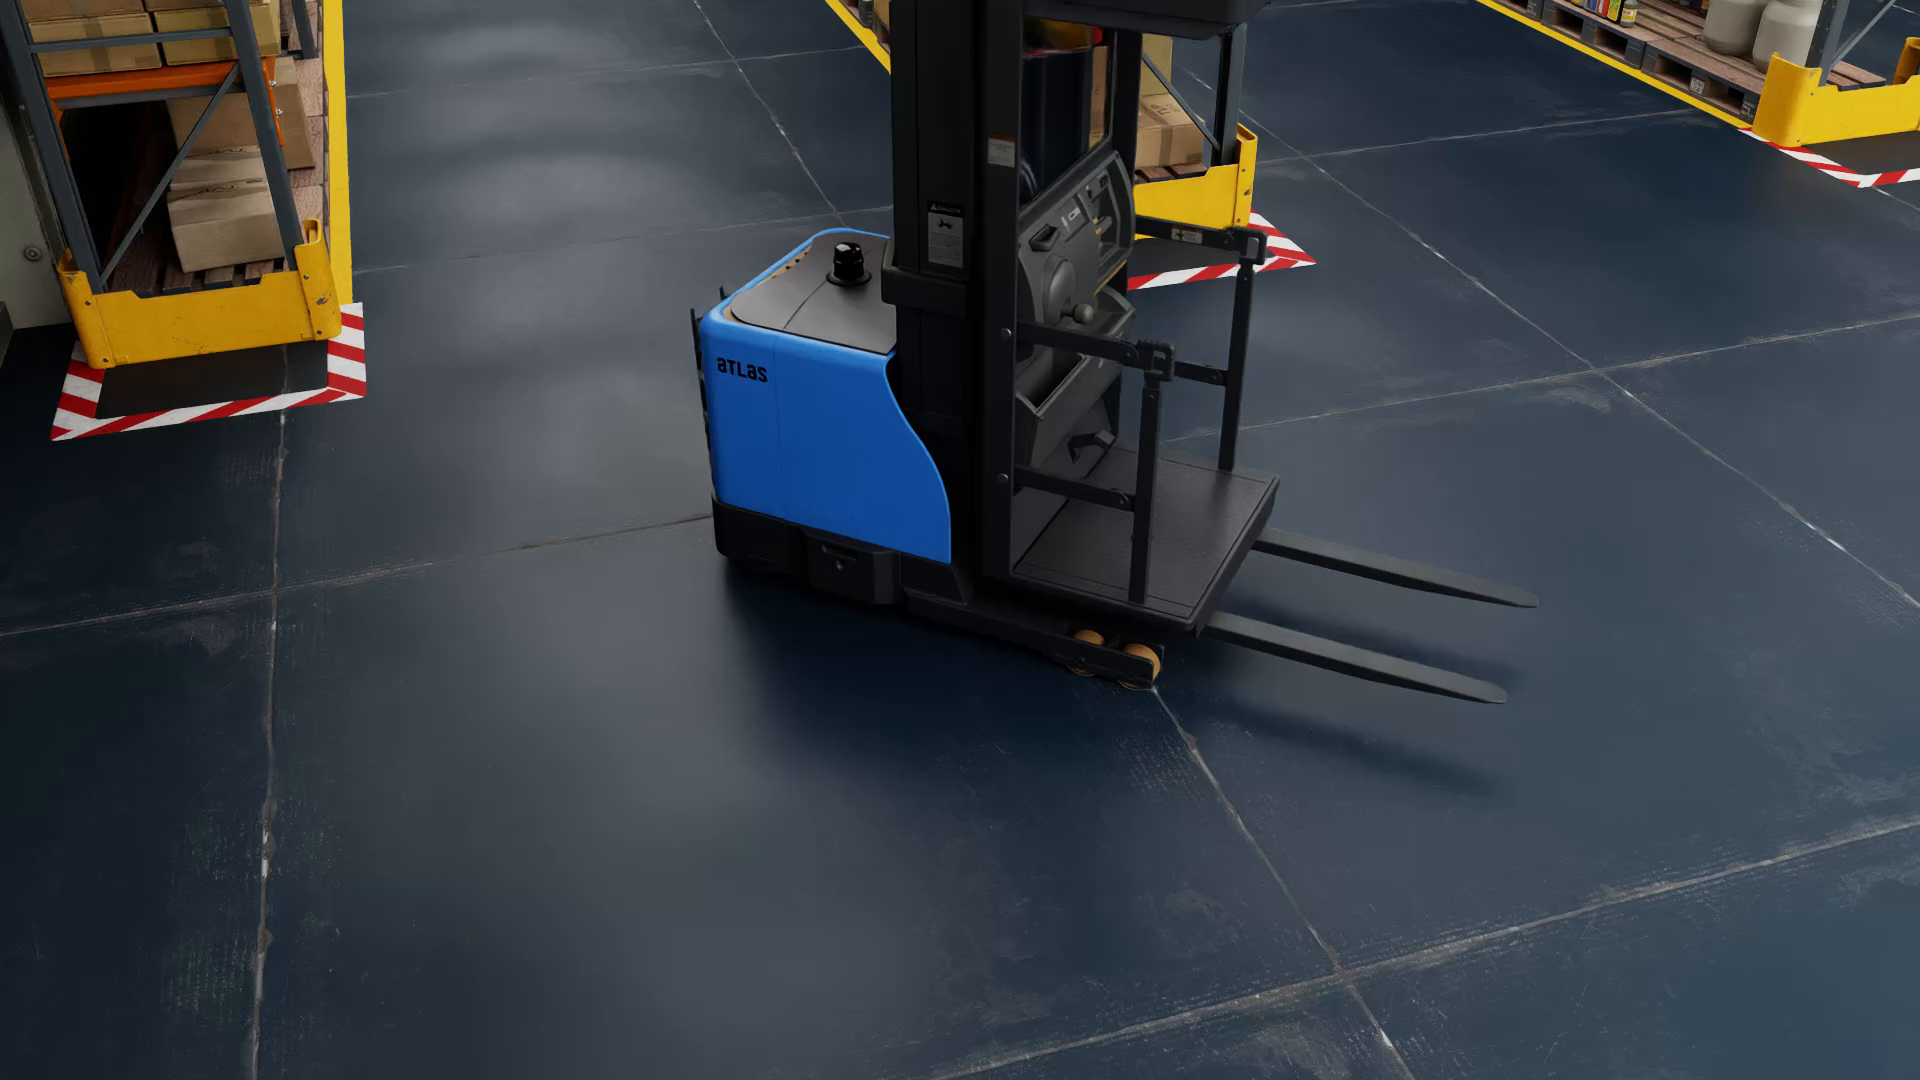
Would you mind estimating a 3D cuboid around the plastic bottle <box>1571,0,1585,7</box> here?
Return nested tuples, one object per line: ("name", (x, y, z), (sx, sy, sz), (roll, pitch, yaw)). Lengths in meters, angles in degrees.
("plastic bottle", (4.645, -4.144, 12.305), (0.144, 0.351, 0.185), (-9, 34, -13))

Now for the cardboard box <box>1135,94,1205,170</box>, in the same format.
("cardboard box", (1.100, -2.395, 9.767), (0.500, 0.250, 0.500), (-10, 35, -15))

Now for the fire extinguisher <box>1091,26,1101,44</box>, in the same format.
("fire extinguisher", (0.645, -2.876, 8.452), (0.296, 0.674, 0.183), (-10, 35, -15))

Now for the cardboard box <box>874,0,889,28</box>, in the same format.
("cardboard box", (-0.316, -3.882, 12.017), (0.500, 0.250, 0.500), (-10, 35, -15))

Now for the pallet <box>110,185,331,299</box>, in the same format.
("pallet", (-3.902, -1.522, 8.862), (1.003, 0.211, 1.213), (-10, 35, -15))

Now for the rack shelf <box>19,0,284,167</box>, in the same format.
("rack shelf", (-4.275, -2.963, 9.166), (1.077, 0.370, 4.000), (-10, 35, -15))

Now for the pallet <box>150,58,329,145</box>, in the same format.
("pallet", (-4.647, -2.803, 10.801), (1.003, 0.211, 1.213), (-10, 35, -15))

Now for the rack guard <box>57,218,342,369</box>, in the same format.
("rack guard", (-3.688, -1.210, 8.128), (1.175, 0.500, 0.348), (-10, 35, -15))

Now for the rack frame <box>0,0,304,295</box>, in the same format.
("rack frame", (-3.665, -2.213, 7.379), (1.000, 3.000, 0.127), (-10, 35, -15))

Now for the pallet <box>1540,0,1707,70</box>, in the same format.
("pallet", (5.091, -3.815, 12.332), (1.003, 0.211, 1.213), (-10, 35, -15))

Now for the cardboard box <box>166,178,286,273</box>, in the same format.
("cardboard box", (-3.790, -1.654, 8.571), (0.500, 0.311, 0.500), (-14, 36, -20))

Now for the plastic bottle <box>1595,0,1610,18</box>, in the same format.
("plastic bottle", (4.741, -3.954, 12.085), (0.152, 0.276, 0.135), (-10, 35, -14))

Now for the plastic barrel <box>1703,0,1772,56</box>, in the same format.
("plastic barrel", (5.343, -3.613, 11.372), (0.421, 0.512, 0.421), (0, 33, 0))

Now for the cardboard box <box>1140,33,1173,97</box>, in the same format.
("cardboard box", (0.945, -2.970, 9.957), (0.500, 0.500, 0.500), (-10, 35, -15))

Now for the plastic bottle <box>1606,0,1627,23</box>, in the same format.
("plastic bottle", (4.739, -3.879, 11.964), (0.061, 0.283, 0.133), (-9, 35, -14))

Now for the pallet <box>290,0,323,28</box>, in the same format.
("pallet", (-5.500, -4.200, 12.915), (1.003, 0.211, 1.213), (-10, 35, -15))

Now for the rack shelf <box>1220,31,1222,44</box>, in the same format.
("rack shelf", (0.441, -3.798, 10.430), (1.077, 0.370, 4.000), (-10, 35, -15))

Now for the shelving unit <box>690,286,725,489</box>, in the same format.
("shelving unit", (-0.894, -0.560, 6.774), (0.210, 0.900, 0.258), (12, 35, 21))

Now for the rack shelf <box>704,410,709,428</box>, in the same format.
("rack shelf", (-0.893, -0.532, 6.792), (0.200, 0.077, 0.258), (12, 35, 21))

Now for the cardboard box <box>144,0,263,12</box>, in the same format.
("cardboard box", (-3.525, -2.773, 7.664), (0.500, 0.500, 0.500), (-10, 35, -15))

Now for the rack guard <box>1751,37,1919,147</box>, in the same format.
("rack guard", (5.702, -2.869, 10.638), (1.175, 0.500, 0.348), (-10, 35, -15))

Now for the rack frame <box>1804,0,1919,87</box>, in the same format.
("rack frame", (5.770, -3.879, 9.900), (1.000, 3.000, 0.127), (-10, 35, -15))

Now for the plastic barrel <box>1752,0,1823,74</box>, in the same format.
("plastic barrel", (5.496, -3.349, 10.974), (0.421, 0.512, 0.421), (0, 33, 0))

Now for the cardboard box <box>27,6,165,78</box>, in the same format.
("cardboard box", (-3.992, -2.372, 7.737), (0.500, 0.250, 0.500), (-10, 35, -14))

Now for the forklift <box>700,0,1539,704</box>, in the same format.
("forklift", (0.591, -1.020, 5.636), (3.031, 2.935, 1.130), (15, 36, 21))

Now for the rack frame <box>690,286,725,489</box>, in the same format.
("rack frame", (-0.986, -0.580, 6.811), (0.006, 0.900, 0.240), (12, 35, 21))

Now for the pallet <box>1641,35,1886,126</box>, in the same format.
("pallet", (5.459, -3.175, 11.364), (1.003, 0.211, 1.213), (-10, 35, -15))

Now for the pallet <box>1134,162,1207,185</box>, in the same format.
("pallet", (0.778, -2.280, 10.008), (1.003, 0.211, 1.213), (-10, 35, -15))

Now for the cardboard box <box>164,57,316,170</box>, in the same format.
("cardboard box", (-4.141, -2.425, 9.568), (0.700, 0.500, 0.500), (-12, 35, -18))

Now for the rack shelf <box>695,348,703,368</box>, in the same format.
("rack shelf", (-0.902, -0.759, 6.647), (0.200, 0.077, 0.258), (12, 35, 21))

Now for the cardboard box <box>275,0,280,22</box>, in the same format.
("cardboard box", (-3.684, -2.739, 8.292), (0.500, 0.250, 0.500), (-11, 35, -16))

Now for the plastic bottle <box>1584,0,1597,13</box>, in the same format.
("plastic bottle", (4.699, -4.027, 12.195), (0.152, 0.276, 0.135), (-11, 35, -16))

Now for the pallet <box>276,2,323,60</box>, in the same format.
("pallet", (-5.124, -3.559, 11.944), (1.003, 0.211, 1.213), (-10, 35, -15))

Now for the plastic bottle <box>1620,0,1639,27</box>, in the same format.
("plastic bottle", (4.792, -3.786, 11.898), (0.097, 0.201, 0.097), (0, 33, 0))

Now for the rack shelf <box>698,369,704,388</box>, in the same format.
("rack shelf", (-0.899, -0.683, 6.695), (0.200, 0.077, 0.258), (12, 35, 21))

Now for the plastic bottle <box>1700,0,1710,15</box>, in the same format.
("plastic bottle", (5.482, -3.954, 12.152), (0.097, 0.201, 0.097), (0, 33, 0))

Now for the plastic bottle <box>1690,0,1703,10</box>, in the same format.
("plastic bottle", (5.462, -4.056, 12.232), (0.061, 0.283, 0.133), (-9, 35, -14))

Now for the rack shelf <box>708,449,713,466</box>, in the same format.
("rack shelf", (-0.887, -0.380, 6.889), (0.200, 0.077, 0.258), (12, 35, 21))

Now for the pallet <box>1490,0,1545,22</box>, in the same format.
("pallet", (4.715, -4.457, 13.303), (1.003, 0.211, 1.213), (-10, 35, -15))

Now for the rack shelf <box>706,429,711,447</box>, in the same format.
("rack shelf", (-0.890, -0.456, 6.840), (0.200, 0.077, 0.258), (12, 35, 21))

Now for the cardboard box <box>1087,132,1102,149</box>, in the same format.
("cardboard box", (0.606, -2.308, 9.636), (0.500, 0.250, 0.500), (-10, 35, -15))

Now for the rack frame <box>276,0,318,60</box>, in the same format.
("rack frame", (-4.885, -4.314, 10.557), (1.000, 3.000, 0.127), (-10, 35, -15))

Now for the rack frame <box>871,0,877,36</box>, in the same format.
("rack frame", (-0.169, -5.149, 11.821), (1.000, 3.000, 0.127), (-10, 35, -15))

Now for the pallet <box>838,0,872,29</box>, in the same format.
("pallet", (-0.431, -4.365, 13.165), (1.003, 0.211, 1.213), (-10, 35, -15))

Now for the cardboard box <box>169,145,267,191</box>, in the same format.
("cardboard box", (-3.964, -1.953, 9.024), (0.500, 0.311, 0.500), (-7, 34, -11))

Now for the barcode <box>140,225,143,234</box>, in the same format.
("barcode", (-4.177, -1.600, 8.482), (0.001, 0.075, 0.075), (-10, 35, -15))

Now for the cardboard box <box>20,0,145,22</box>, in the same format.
("cardboard box", (-4.011, -2.684, 7.528), (0.500, 0.500, 0.500), (-10, 35, -15))

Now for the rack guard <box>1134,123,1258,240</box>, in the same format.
("rack guard", (1.059, -1.993, 9.313), (1.175, 0.500, 0.348), (-10, 35, -15))

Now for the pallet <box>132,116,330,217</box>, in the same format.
("pallet", (-4.271, -2.162, 9.830), (1.003, 0.211, 1.213), (-10, 35, -15))

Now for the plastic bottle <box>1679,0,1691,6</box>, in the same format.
("plastic bottle", (5.409, -4.109, 12.323), (0.097, 0.271, 0.097), (0, 33, 0))

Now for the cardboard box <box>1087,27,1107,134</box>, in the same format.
("cardboard box", (0.604, -2.621, 9.428), (0.500, 0.500, 0.500), (-10, 35, -15))

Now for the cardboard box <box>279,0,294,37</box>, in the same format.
("cardboard box", (-5.126, -3.838, 11.705), (0.700, 0.500, 0.500), (-9, 34, -13))

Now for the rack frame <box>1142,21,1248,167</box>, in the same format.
("rack frame", (1.051, -3.048, 8.642), (1.000, 3.000, 0.127), (-10, 35, -15))

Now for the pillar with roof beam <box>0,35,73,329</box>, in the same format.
("pillar with roof beam", (-0.603, -5.662, 7.157), (9.100, 9.000, 0.400), (-10, 35, -15))

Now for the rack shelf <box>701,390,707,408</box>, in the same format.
("rack shelf", (-0.896, -0.607, 6.744), (0.200, 0.077, 0.258), (12, 35, 21))

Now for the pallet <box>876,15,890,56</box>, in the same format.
("pallet", (0.034, -3.561, 11.947), (1.003, 0.211, 1.213), (-10, 35, -15))

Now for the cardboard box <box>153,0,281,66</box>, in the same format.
("cardboard box", (-3.512, -2.469, 7.883), (0.500, 0.250, 0.500), (-11, 35, -16))

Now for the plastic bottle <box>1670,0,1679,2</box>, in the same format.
("plastic bottle", (5.378, -4.161, 12.403), (0.097, 0.271, 0.097), (0, 33, 0))

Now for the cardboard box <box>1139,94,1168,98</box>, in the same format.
("cardboard box", (0.944, -2.657, 10.164), (0.500, 0.250, 0.500), (-10, 35, -15))
